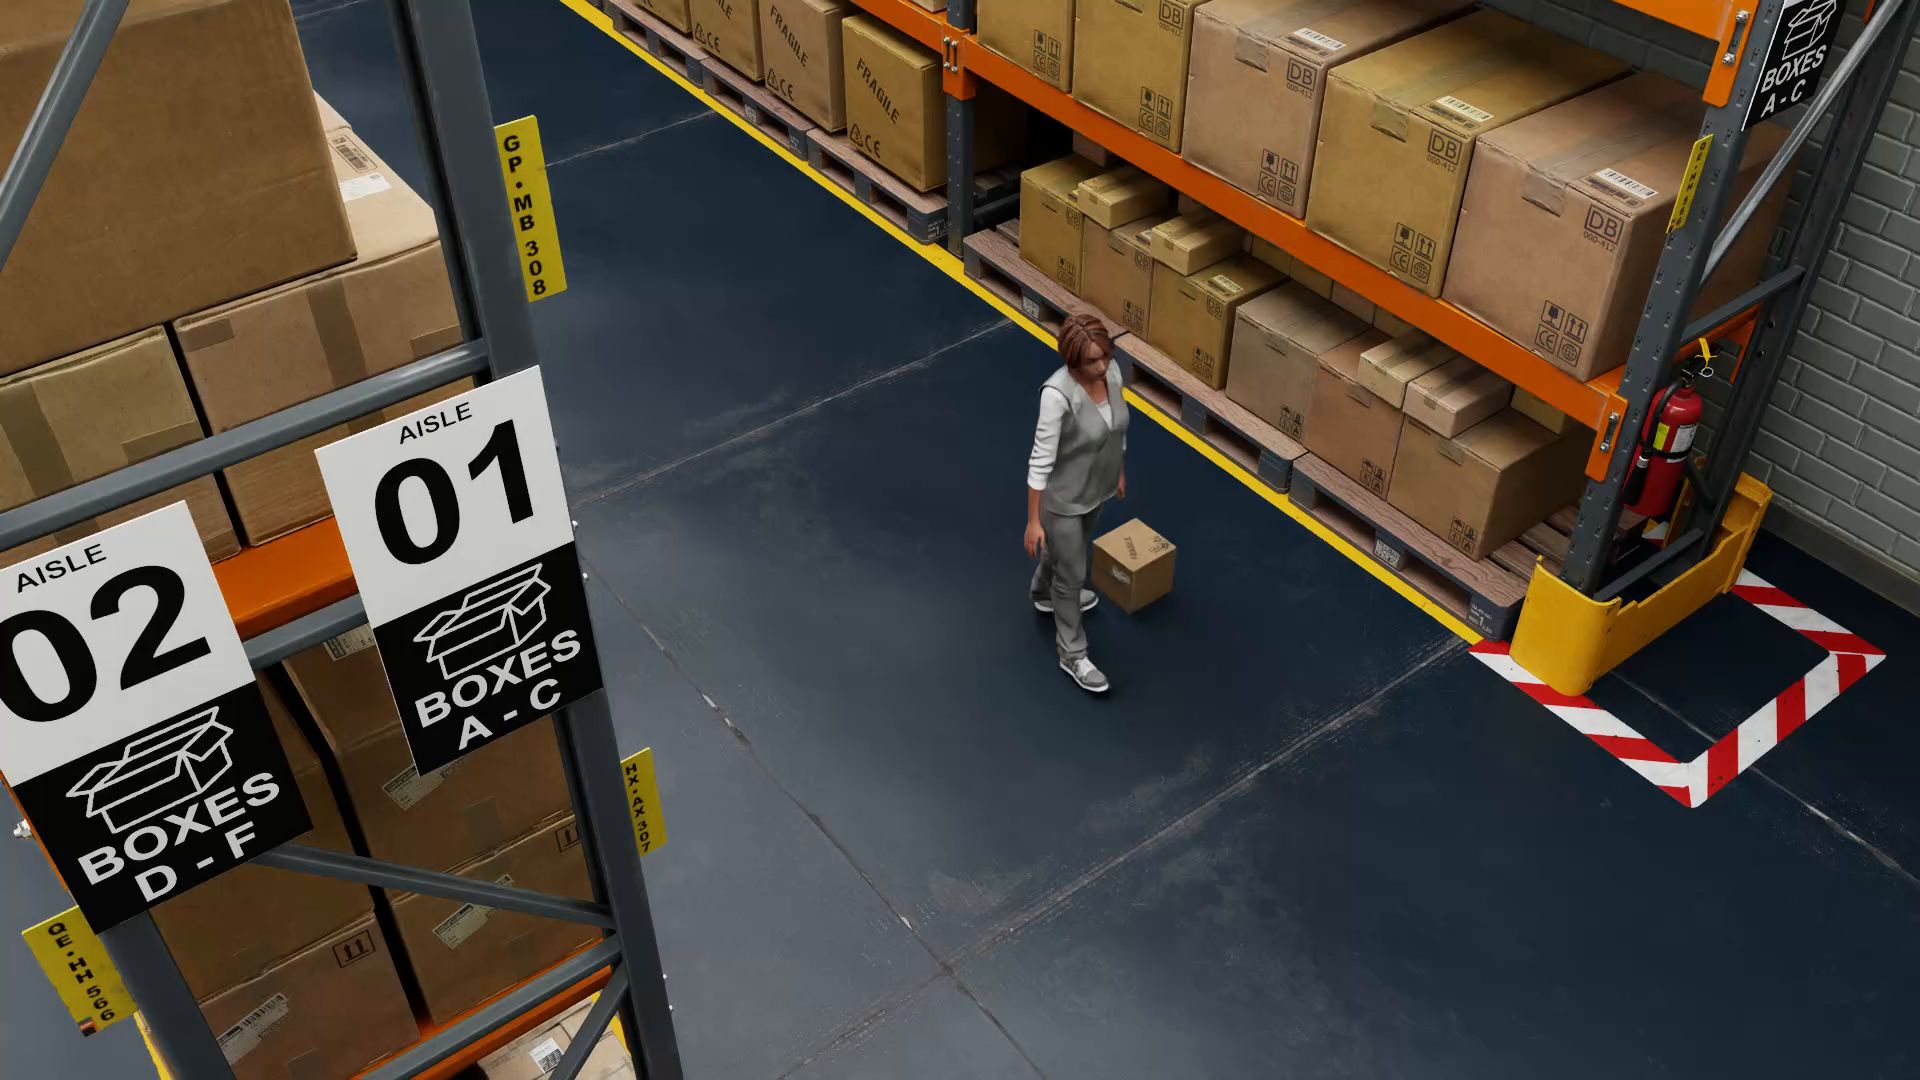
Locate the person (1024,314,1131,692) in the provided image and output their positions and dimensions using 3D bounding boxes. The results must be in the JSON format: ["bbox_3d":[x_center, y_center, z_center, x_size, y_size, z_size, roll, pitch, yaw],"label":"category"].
[{"bbox_3d":[0.448,-0.156,6.323,0.564,1.584,0.591,30,49,30],"label":"person"}]
